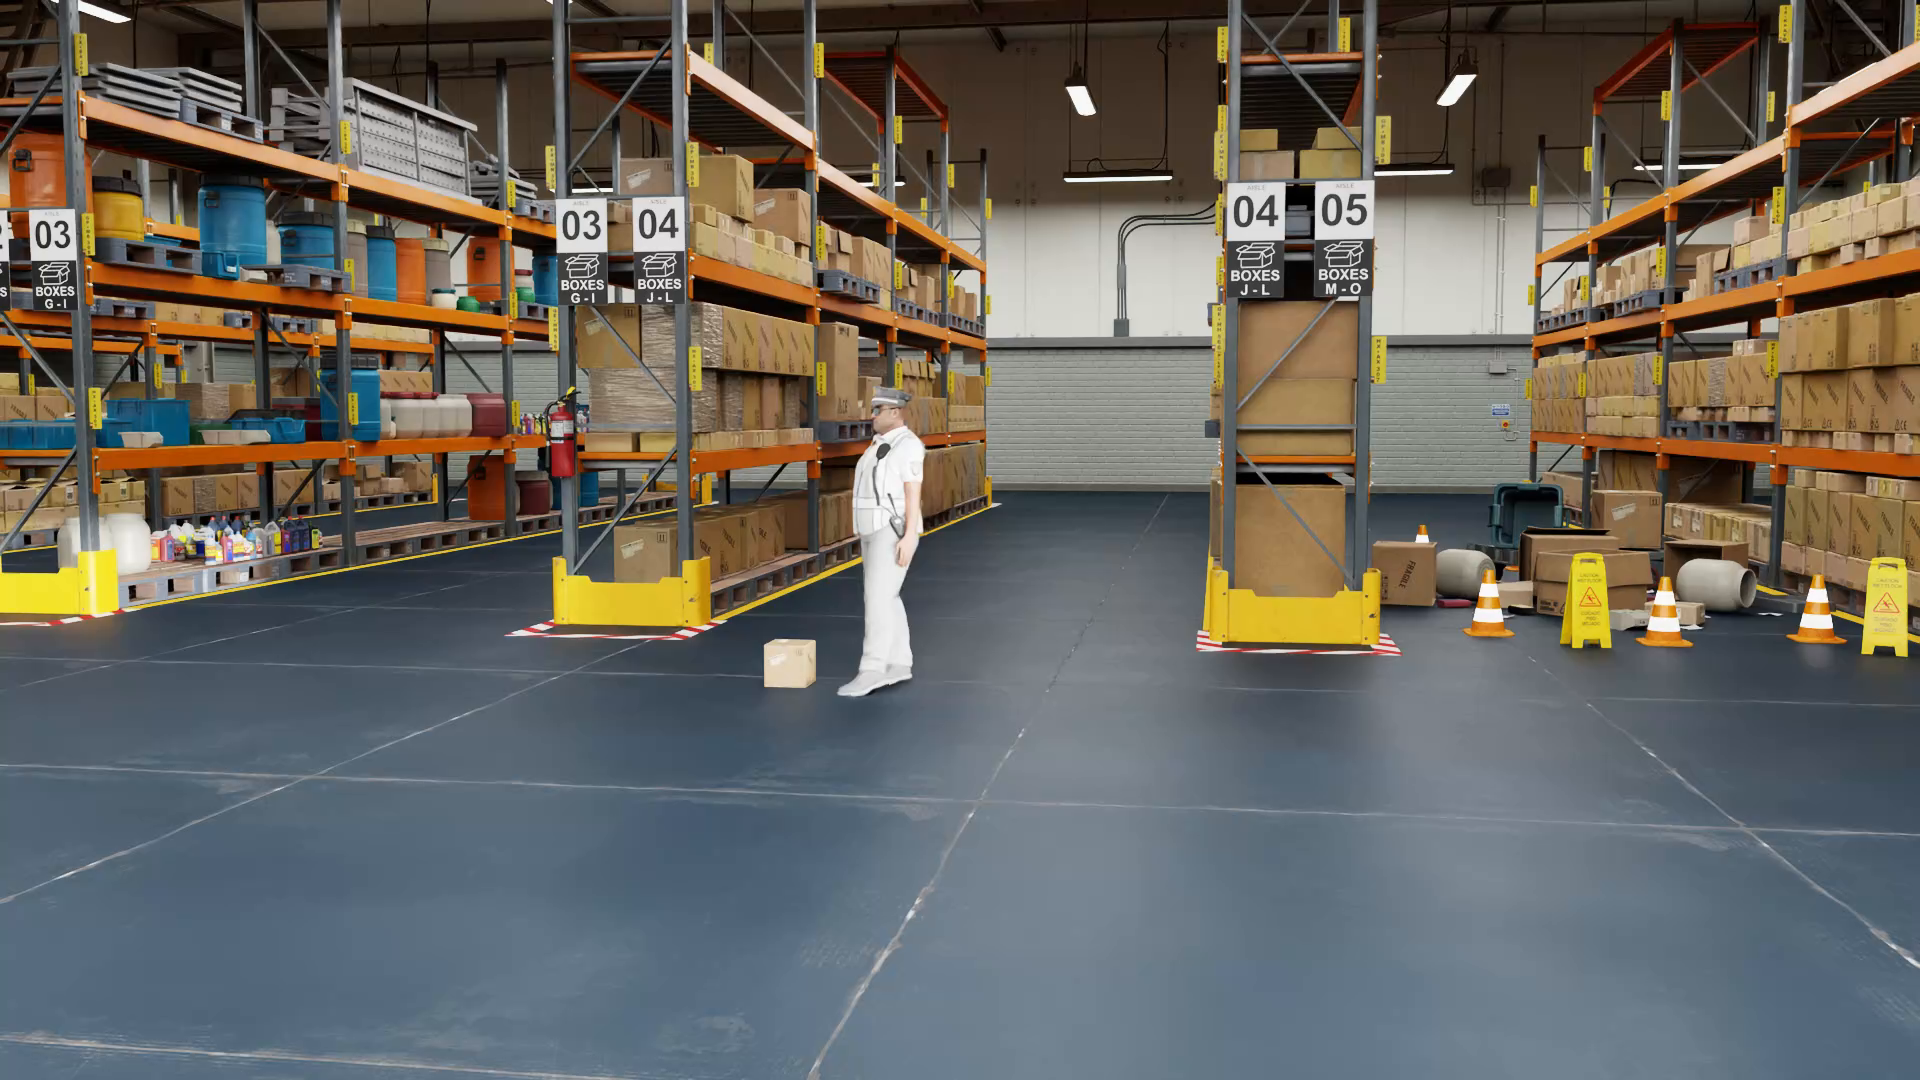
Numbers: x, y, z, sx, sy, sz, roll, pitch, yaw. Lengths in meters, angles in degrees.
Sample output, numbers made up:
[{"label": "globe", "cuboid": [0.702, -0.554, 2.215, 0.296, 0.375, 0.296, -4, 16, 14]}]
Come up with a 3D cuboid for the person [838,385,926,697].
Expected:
[{"label": "person", "cuboid": [-0.526, -0.017, 9.735, 0.605, 1.768, 0.569, -2, 5, -27]}]
